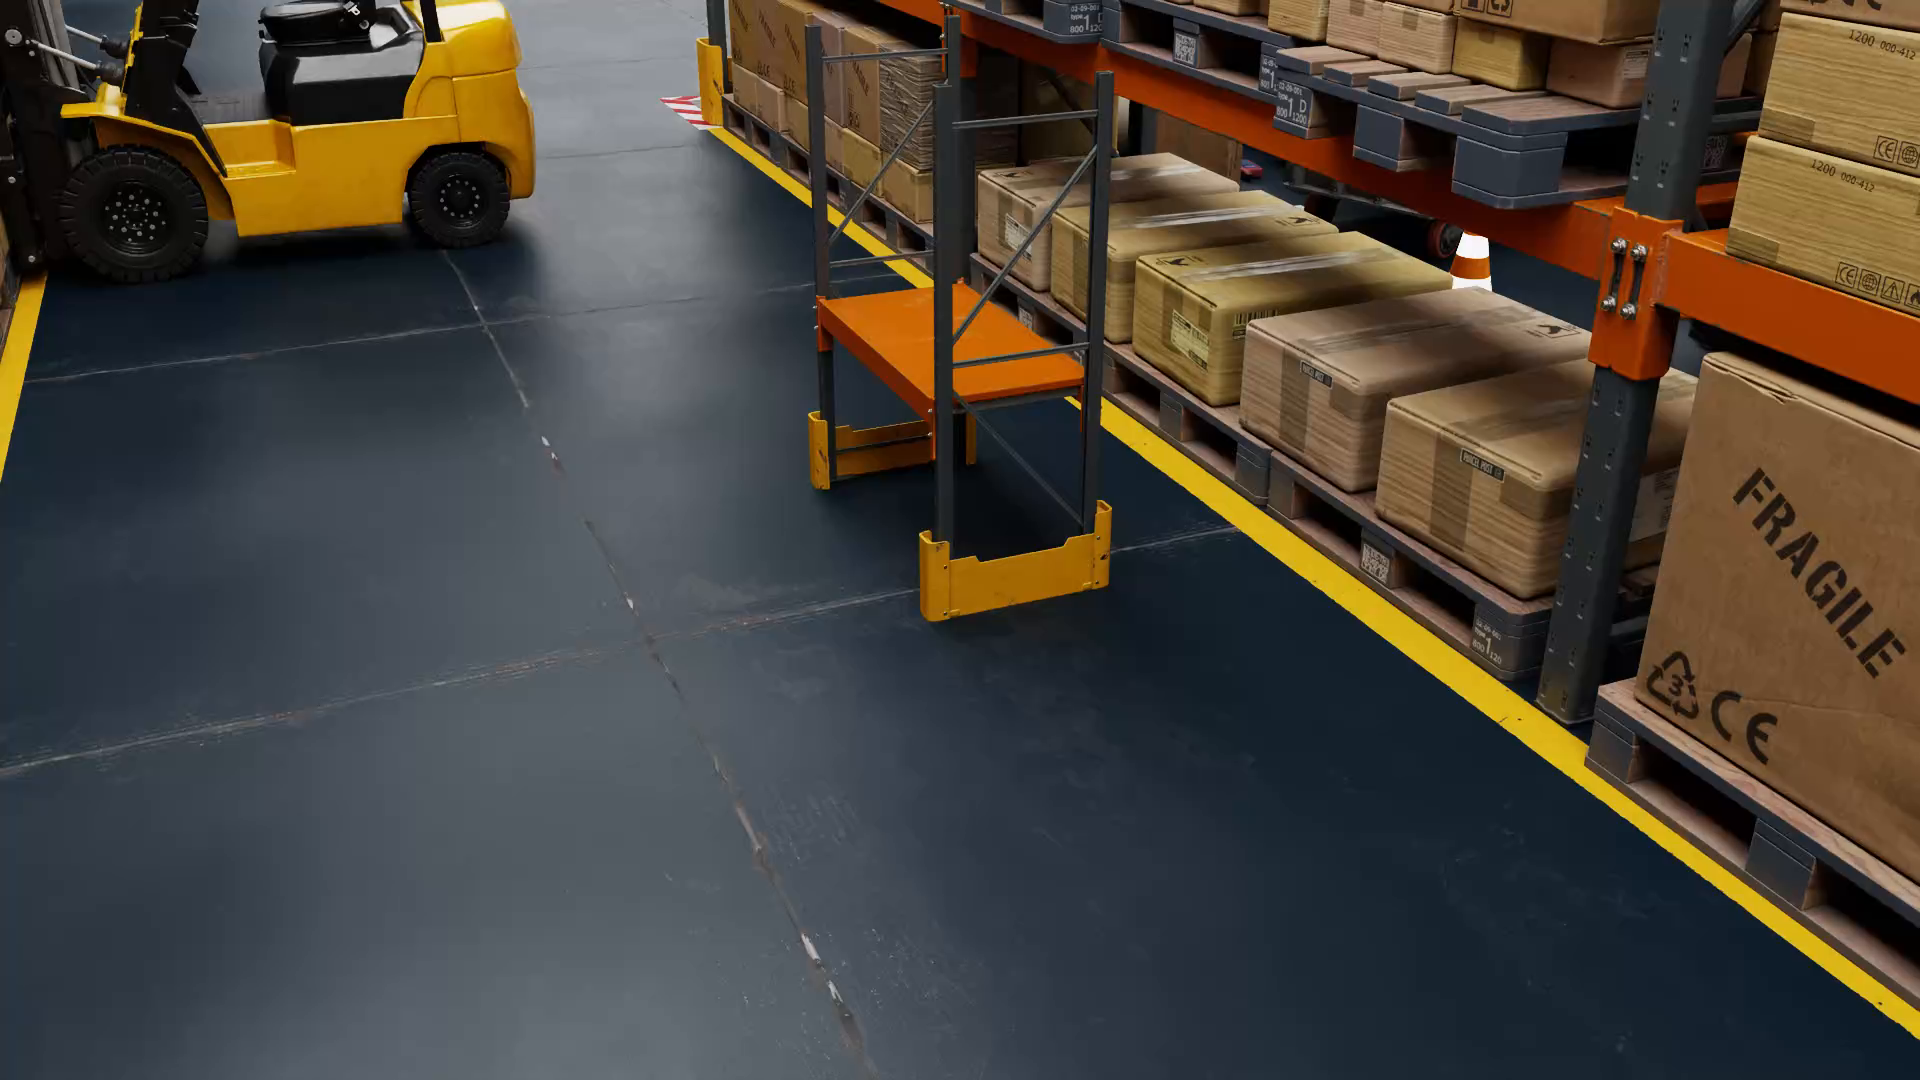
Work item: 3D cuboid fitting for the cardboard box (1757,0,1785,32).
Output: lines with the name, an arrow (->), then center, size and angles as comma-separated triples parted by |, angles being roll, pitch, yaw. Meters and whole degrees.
cardboard box -> 2.026, -1.563, 4.102 | 0.500, 0.500, 0.500 | -11, 28, -22

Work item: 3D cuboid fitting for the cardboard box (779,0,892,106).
cardboard box -> -0.675, -2.697, 9.157 | 0.500, 0.500, 0.500 | -10, 28, -20

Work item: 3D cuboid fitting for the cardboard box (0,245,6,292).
cardboard box -> -4.241, -1.143, 6.827 | 0.500, 0.250, 0.500 | -11, 28, -22

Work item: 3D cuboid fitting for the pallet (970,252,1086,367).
pallet -> 0.729, -1.022, 7.103 | 1.003, 0.211, 1.213 | -11, 28, -21

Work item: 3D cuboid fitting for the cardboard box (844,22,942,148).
cardboard box -> -0.257, -2.277, 8.296 | 0.500, 0.500, 0.500 | -10, 28, -20

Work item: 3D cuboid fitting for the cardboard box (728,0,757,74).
cardboard box -> -1.073, -3.112, 10.005 | 0.500, 0.500, 0.500 | -12, 28, -22

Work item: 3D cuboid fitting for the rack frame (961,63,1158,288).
rack frame -> 0.423, -2.589, 7.135 | 1.000, 3.000, 0.127 | -11, 28, -21

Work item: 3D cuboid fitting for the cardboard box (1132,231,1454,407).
cardboard box -> 1.189, -0.816, 6.019 | 0.950, 0.372, 0.625 | -10, 28, -19

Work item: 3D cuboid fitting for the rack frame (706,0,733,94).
rack frame -> -1.144, -4.204, 10.442 | 1.000, 3.000, 0.127 | -11, 28, -21

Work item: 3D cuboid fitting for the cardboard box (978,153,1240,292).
cardboard box -> 0.630, -1.386, 7.186 | 0.950, 0.372, 0.625 | -10, 28, -20

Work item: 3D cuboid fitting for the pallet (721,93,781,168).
pallet -> -0.828, -2.586, 10.307 | 1.003, 0.211, 1.213 | -11, 28, -21

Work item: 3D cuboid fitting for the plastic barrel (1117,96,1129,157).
plastic barrel -> 1.058, -2.473, 9.832 | 0.512, 0.421, 0.421 | 8, 27, 15

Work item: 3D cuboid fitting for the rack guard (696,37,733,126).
rack guard -> -1.114, -3.050, 10.928 | 1.175, 0.500, 0.348 | -11, 28, -21

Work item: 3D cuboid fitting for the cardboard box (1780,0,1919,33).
cardboard box -> 1.957, -1.228, 3.092 | 0.500, 0.500, 0.500 | -12, 28, -22

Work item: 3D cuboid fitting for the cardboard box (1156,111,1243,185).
cardboard box -> 1.255, -2.134, 9.047 | 0.500, 0.500, 0.500 | 8, 27, 15

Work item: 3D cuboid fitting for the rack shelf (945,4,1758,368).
rack shelf -> 1.206, -1.459, 5.639 | 1.077, 0.370, 4.000 | -11, 28, -21

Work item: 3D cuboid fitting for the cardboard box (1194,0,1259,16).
cardboard box -> 0.965, -1.754, 5.232 | 0.380, 0.149, 0.250 | -12, 28, -22

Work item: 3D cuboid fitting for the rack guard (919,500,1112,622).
rack guard -> 0.165, 0.058, 4.846 | 0.587, 0.250, 0.087 | -11, 28, -21

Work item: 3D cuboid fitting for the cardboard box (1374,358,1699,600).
cardboard box -> 1.777, -0.212, 4.782 | 0.950, 0.372, 0.625 | -13, 29, -24

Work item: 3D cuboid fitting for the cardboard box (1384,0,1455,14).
cardboard box -> 1.343, -1.685, 4.350 | 0.500, 0.500, 0.500 | -11, 28, -21

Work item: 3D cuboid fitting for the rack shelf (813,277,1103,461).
rack shelf -> -0.033, -0.547, 5.070 | 0.538, 0.185, 1.000 | -11, 28, -21

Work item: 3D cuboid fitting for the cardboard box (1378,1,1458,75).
cardboard box -> 1.333, -1.332, 4.367 | 0.380, 0.149, 0.250 | -11, 28, -21

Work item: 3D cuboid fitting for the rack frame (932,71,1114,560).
rack frame -> 0.166, -0.503, 4.571 | 0.500, 1.500, 0.032 | -11, 28, -21

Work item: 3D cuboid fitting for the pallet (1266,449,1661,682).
pallet -> 1.684, -0.037, 5.086 | 1.003, 0.211, 1.213 | -11, 28, -21

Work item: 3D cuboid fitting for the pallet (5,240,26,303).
pallet -> -4.898, -1.304, 7.679 | 1.003, 0.211, 1.213 | -11, 28, -21

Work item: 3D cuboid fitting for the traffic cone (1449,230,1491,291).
traffic cone -> 2.196, -1.189, 7.159 | 0.336, 0.463, 0.334 | -11, 28, -21

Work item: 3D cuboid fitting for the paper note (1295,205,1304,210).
paper note -> 1.785, -1.762, 8.825 | 0.148, 0.019, 0.142 | -11, 28, -21

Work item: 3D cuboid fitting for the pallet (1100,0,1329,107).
pallet -> 1.176, -1.681, 5.492 | 1.003, 0.211, 1.213 | -11, 28, -21

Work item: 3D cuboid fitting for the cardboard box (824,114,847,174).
cardboard box -> -0.469, -2.154, 8.899 | 0.500, 0.250, 0.500 | -10, 28, -20

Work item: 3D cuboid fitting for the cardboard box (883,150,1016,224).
cardboard box -> -0.056, -1.735, 8.040 | 0.500, 0.250, 0.500 | -9, 28, -18

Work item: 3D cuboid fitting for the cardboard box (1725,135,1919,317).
cardboard box -> 1.949, -0.666, 3.367 | 0.500, 0.250, 0.500 | -11, 28, -21

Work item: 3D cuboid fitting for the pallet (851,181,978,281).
pallet -> 0.127, -1.601, 8.289 | 1.003, 0.211, 1.213 | -11, 28, -21

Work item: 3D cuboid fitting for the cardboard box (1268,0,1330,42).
cardboard box -> 1.121, -1.544, 4.801 | 0.380, 0.149, 0.250 | -10, 28, -20

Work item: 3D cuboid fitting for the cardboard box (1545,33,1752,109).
cardboard box -> 1.644, -1.142, 3.979 | 0.380, 0.149, 0.250 | -10, 28, -19

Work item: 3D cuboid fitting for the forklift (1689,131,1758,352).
forklift -> 3.650, -2.037, 6.081 | 1.130, 2.935, 3.031 | -7, 27, -13

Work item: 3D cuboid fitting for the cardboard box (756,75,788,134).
cardboard box -> -0.889, -2.577, 9.764 | 0.500, 0.250, 0.500 | -10, 28, -19

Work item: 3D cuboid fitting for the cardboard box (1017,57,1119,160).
cardboard box -> 0.440, -2.164, 8.064 | 0.500, 0.500, 0.500 | -9, 27, -18

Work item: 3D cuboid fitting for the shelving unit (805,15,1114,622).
shelving unit -> -0.030, -0.705, 4.984 | 0.587, 1.500, 1.083 | -11, 28, -21
